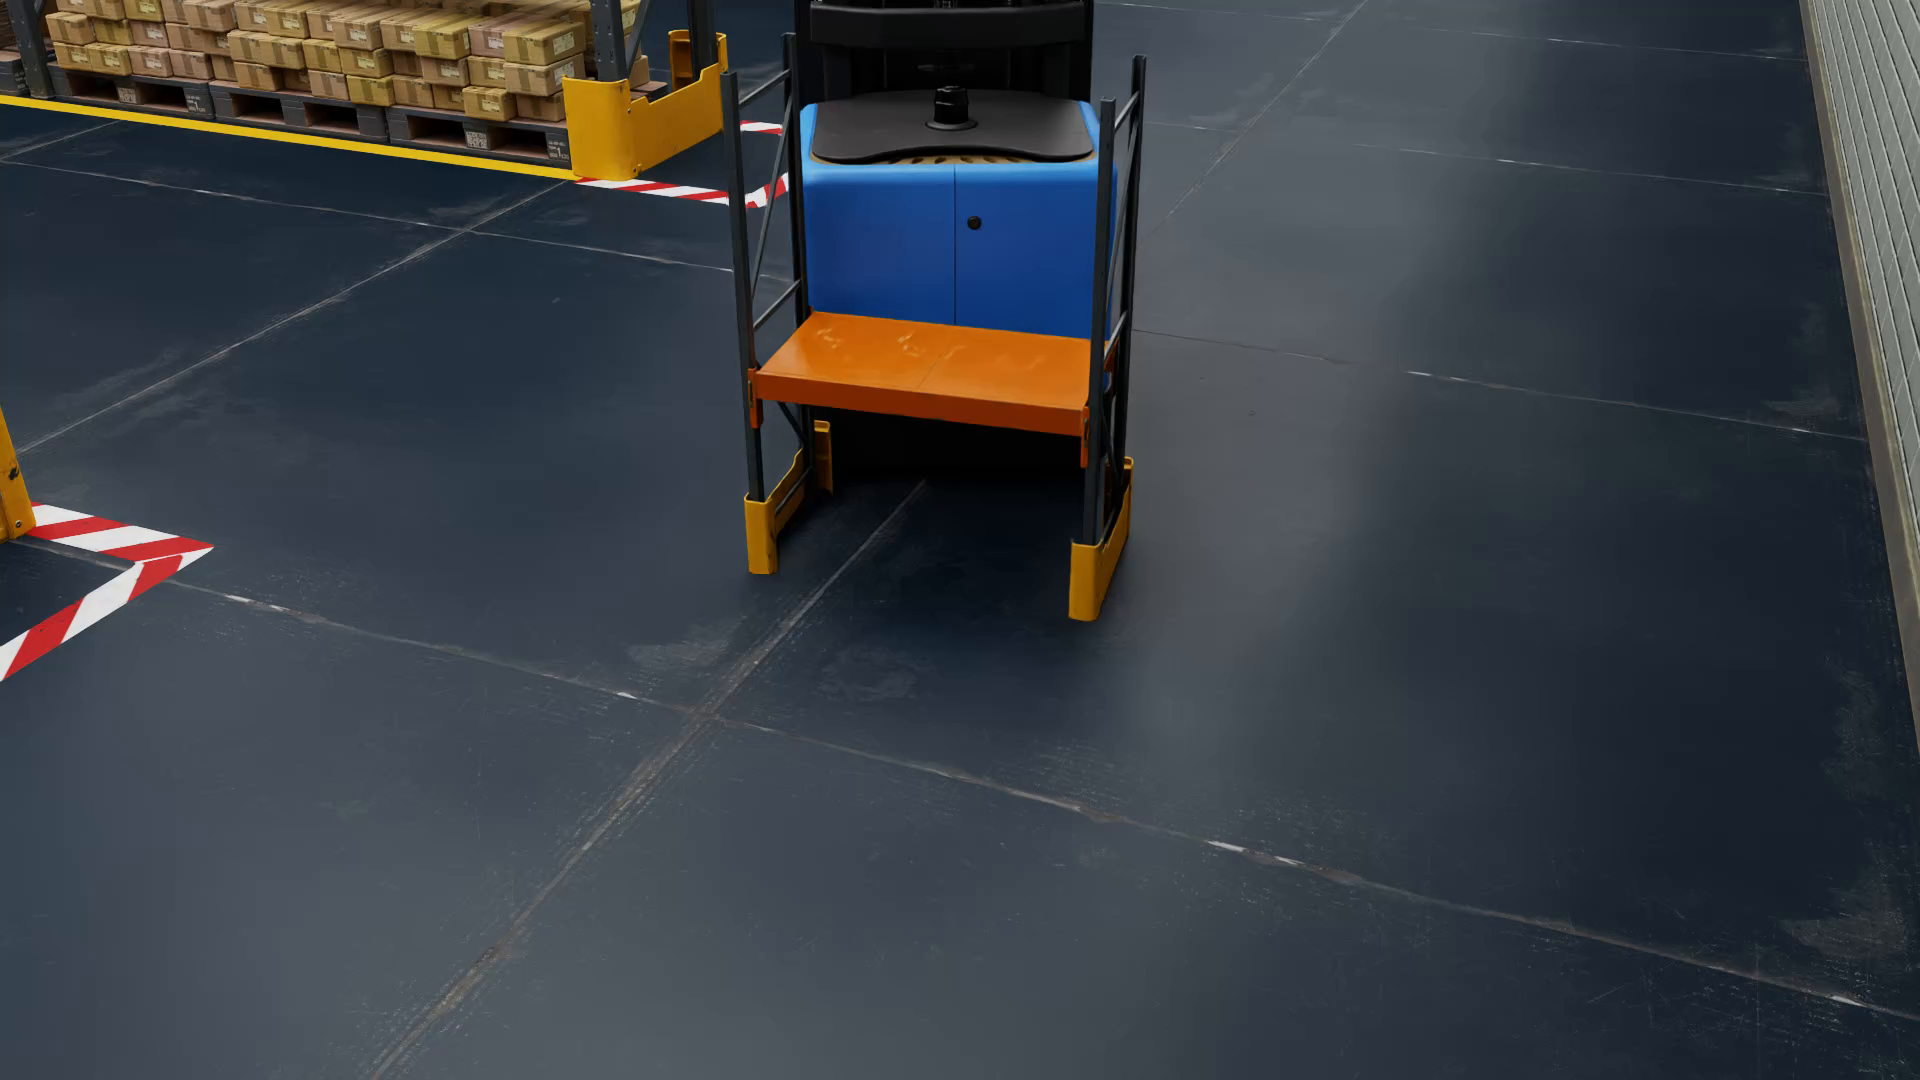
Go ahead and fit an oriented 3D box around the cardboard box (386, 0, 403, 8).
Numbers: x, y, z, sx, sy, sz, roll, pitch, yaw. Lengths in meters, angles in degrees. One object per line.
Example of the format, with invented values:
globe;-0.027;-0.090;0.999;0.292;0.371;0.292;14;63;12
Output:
cardboard box;-3.160;-3.096;9.545;0.250;0.149;0.380;12;32;20

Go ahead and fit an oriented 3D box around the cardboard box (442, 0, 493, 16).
cardboard box;-2.680;-2.971;9.324;0.250;0.149;0.380;10;31;17

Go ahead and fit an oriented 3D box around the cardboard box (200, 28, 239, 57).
cardboard box;-4.063;-2.860;9.429;0.250;0.149;0.380;13;32;21

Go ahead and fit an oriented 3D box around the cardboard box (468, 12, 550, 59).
cardboard box;-2.372;-2.665;8.782;0.250;0.149;0.380;12;32;20

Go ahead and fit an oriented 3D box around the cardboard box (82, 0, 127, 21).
cardboard box;-4.807;-3.114;9.576;0.250;0.149;0.380;13;32;22

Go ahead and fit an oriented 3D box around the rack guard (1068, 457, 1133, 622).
rack guard;0.429;-0.013;5.019;0.087;0.250;0.587;8;30;13

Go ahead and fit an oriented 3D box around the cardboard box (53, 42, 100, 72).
cardboard box;-5.065;-2.877;9.762;0.250;0.149;0.380;10;31;17

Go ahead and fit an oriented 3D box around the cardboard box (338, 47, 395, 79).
cardboard box;-3.138;-2.633;9.028;0.250;0.149;0.380;12;32;20

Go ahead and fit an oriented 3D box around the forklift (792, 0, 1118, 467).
forklift;-0.067;-2.209;6.179;1.130;2.935;3.031;-1;29;-2

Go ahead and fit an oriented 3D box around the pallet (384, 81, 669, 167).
pallet;-2.385;-2.376;9.238;1.213;0.211;1.003;11;31;19

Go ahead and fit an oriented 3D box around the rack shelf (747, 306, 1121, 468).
rack shelf;-0.061;-0.466;4.915;1.000;0.185;0.538;8;30;13

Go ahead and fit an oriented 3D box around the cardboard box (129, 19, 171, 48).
cardboard box;-4.558;-2.973;9.629;0.250;0.149;0.380;11;31;19

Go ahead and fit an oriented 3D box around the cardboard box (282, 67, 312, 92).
cardboard box;-3.575;-2.642;9.346;0.250;0.149;0.380;12;32;21

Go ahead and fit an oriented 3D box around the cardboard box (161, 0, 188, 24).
cardboard box;-4.304;-3.051;9.466;0.250;0.149;0.380;10;31;18

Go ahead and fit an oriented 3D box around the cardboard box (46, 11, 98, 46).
cardboard box;-5.066;-3.007;9.690;0.250;0.149;0.380;13;32;21

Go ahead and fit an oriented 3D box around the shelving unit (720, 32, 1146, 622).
shelving unit;-0.052;-0.621;4.825;1.083;1.500;0.587;8;30;13

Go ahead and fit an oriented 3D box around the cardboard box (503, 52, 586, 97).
cardboard box;-2.171;-2.448;8.700;0.250;0.149;0.380;10;31;18

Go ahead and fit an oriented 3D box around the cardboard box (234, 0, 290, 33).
cardboard box;-3.815;-2.954;9.294;0.250;0.149;0.380;10;31;17

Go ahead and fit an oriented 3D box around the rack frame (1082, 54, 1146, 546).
rack frame;0.430;-0.557;4.711;0.032;1.500;0.500;8;30;13

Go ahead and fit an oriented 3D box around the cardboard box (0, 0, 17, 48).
cardboard box;-6.062;-3.266;10.093;0.500;0.500;0.500;11;31;18

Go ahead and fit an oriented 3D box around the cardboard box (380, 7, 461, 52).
cardboard box;-2.876;-2.732;8.900;0.250;0.149;0.380;10;31;17

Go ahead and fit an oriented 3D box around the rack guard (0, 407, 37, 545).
rack guard;-3.320;-0.041;4.814;0.348;0.500;1.175;11;31;19

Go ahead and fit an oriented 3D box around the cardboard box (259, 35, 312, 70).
cardboard box;-3.634;-2.727;9.195;0.250;0.149;0.380;12;31;20

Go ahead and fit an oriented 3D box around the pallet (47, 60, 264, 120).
pallet;-4.646;-2.827;10.037;1.213;0.211;1.003;11;31;19

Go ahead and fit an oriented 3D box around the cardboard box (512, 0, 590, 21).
cardboard box;-2.233;-2.858;9.123;0.250;0.149;0.380;12;32;20

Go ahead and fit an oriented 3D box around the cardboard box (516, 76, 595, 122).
cardboard box;-2.141;-2.353;8.835;0.250;0.149;0.380;12;32;20

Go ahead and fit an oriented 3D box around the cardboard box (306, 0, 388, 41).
cardboard box;-3.348;-2.855;9.119;0.250;0.149;0.380;10;31;17

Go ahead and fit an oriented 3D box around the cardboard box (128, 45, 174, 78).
cardboard box;-4.568;-2.805;9.635;0.250;0.149;0.380;11;31;19

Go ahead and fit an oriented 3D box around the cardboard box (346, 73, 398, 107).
cardboard box;-3.124;-2.501;9.097;0.250;0.149;0.380;10;31;17

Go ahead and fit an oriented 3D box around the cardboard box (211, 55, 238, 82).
cardboard box;-4.052;-2.747;9.533;0.250;0.149;0.380;10;31;17

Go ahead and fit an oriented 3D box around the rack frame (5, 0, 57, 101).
rack frame;-5.281;-4.149;9.542;0.127;3.000;1.000;11;31;19

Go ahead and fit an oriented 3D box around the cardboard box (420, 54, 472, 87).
cardboard box;-2.654;-2.543;8.869;0.250;0.149;0.380;10;31;17

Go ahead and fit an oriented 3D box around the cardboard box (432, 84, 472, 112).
cardboard box;-2.630;-2.443;8.993;0.250;0.149;0.380;11;31;19
